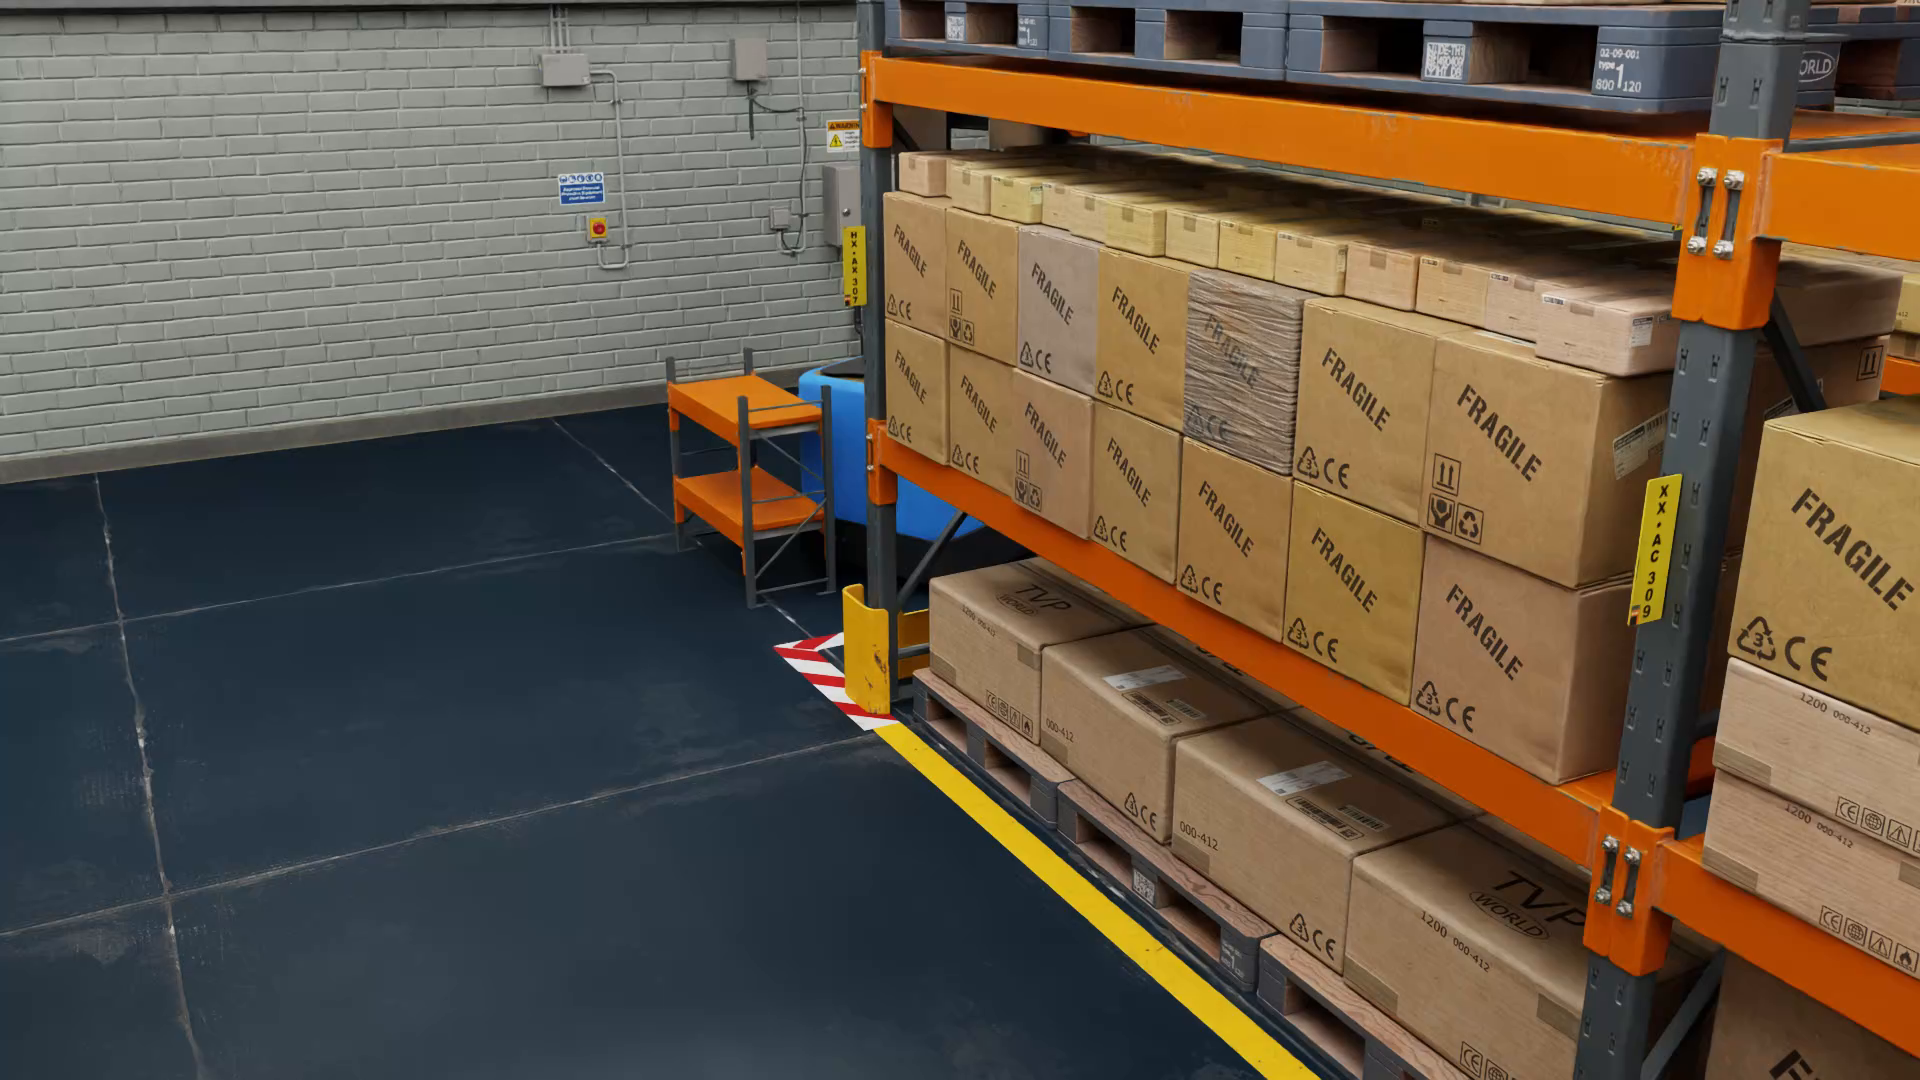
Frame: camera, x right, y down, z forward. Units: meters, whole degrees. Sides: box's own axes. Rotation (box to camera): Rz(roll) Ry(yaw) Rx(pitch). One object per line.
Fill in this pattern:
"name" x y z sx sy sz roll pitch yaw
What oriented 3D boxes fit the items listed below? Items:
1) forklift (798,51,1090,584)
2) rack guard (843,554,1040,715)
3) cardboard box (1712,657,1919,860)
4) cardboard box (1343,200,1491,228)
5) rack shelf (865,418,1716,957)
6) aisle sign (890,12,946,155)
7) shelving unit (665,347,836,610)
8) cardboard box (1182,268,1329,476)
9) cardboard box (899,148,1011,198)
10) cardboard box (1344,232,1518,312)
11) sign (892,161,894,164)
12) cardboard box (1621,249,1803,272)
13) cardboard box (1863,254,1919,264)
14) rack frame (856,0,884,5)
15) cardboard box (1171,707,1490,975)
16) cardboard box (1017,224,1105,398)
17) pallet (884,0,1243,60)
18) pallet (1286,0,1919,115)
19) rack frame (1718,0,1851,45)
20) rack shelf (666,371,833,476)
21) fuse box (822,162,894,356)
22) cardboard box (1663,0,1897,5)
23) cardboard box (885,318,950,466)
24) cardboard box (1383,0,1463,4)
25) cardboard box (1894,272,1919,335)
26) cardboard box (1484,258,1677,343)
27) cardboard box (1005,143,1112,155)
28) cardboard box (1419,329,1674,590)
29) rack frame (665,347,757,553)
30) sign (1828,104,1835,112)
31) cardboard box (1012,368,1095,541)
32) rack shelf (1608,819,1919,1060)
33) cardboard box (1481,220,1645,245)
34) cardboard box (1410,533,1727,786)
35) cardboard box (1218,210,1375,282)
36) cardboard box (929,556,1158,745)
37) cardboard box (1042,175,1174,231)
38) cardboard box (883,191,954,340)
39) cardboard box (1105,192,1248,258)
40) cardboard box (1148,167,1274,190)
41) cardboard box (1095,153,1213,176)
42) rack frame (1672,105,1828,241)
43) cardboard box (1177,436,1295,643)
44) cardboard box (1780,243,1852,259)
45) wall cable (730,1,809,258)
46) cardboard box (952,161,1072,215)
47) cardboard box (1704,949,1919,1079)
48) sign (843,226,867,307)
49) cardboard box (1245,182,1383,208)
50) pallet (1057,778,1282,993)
"forklift" 0.383 -1.565 9.675 1.130 2.935 3.031 13 23 34
"rack guard" 0.047 0.409 7.678 1.175 0.500 0.348 -10 21 -27
"cardboard box" 1.918 0.388 3.373 0.500 0.250 0.500 -11 22 -28
"cardboard box" 1.385 -0.933 5.057 0.380 0.149 0.250 -10 21 -27
"rack shelf" 1.008 0.149 5.704 1.077 0.370 4.000 -10 21 -27
"aisle sign" -0.231 -1.970 6.756 0.394 0.787 0.004 -10 21 -27
"shelving unit" -1.133 -0.361 8.953 0.538 1.125 1.048 -11 22 -28
"cardboard box" 1.007 -0.521 4.857 0.500 0.500 0.500 -10 21 -26
"cardboard box" -0.017 -1.447 6.546 0.380 0.149 0.250 -9 21 -26
"cardboard box" 1.256 -0.718 4.434 0.380 0.149 0.250 -10 21 -27
"sign" -0.386 -2.755 13.162 0.329 0.494 0.001 -10 21 -27
"cardboard box" 1.900 -0.645 4.223 0.380 0.149 0.250 -10 21 -26
"cardboard box" 5.120 -1.366 8.765 0.500 0.250 0.500 -10 21 -26
"rack frame" 0.058 -3.601 6.272 1.000 3.000 0.127 -10 21 -27
"cardboard box" 1.328 0.942 5.587 0.875 0.438 0.875 -11 22 -28
"cardboard box" 0.538 -0.809 5.693 0.500 0.500 0.500 -10 21 -27
"pallet" 0.420 -1.930 6.163 1.003 0.211 1.213 -10 21 -27
"pallet" 1.578 -1.230 4.133 1.003 0.211 1.213 -10 21 -27
"rack frame" 1.958 -2.453 2.944 1.000 3.000 0.127 -10 21 -27
"rack shelf" -1.133 -0.638 8.858 0.538 0.278 1.000 -11 22 -28
"fuse box" -0.722 -2.055 12.963 0.539 1.711 0.414 -10 21 -27
"cardboard box" 1.863 -1.529 3.916 0.500 0.500 0.500 -10 21 -26
"cardboard box" 0.033 -0.630 6.706 0.500 0.500 0.500 -10 21 -27
"cardboard box" 1.247 -1.372 3.997 0.380 0.149 0.250 -9 21 -25
"cardboard box" 4.886 -1.143 8.120 0.500 0.250 0.500 -10 22 -28
"cardboard box" 1.501 -0.575 4.019 0.380 0.149 0.250 -9 21 -25
"cardboard box" 0.405 -1.520 6.757 0.380 0.149 0.250 -10 21 -26
"cardboard box" 1.490 -0.230 4.012 0.500 0.500 0.500 -10 21 -27
"rack frame" -1.385 -0.505 9.370 0.500 1.125 0.032 -11 22 -28
"sign" 4.923 -2.312 9.474 0.100 0.325 0.005 -10 21 -27
"cardboard box" 0.524 -0.341 5.867 0.500 0.500 0.500 -10 21 -27
"rack shelf" 2.907 1.297 2.376 1.077 0.370 4.000 -10 21 -27
"cardboard box" 1.678 -0.793 4.651 0.380 0.149 0.250 -10 21 -27
"cardboard box" 1.512 0.242 4.178 0.500 0.500 0.500 -10 21 -26
"cardboard box" 0.980 -0.859 4.843 0.380 0.149 0.250 -10 22 -28
"cardboard box" 0.459 0.421 7.096 0.875 0.438 0.875 -11 22 -28
"cardboard box" 0.505 -1.150 5.686 0.380 0.149 0.250 -10 21 -26
"cardboard box" 0.035 -1.103 6.544 0.500 0.500 0.500 -11 22 -28
"cardboard box" 0.682 -0.995 5.237 0.380 0.149 0.250 -11 22 -28
"cardboard box" 0.888 -1.225 5.902 0.380 0.149 0.250 -10 22 -27
"cardboard box" 0.743 -1.390 6.379 0.380 0.149 0.250 -10 22 -27
"rack frame" 4.425 -1.535 9.482 1.000 3.000 0.127 -10 21 -27
"cardboard box" 1.011 -0.047 5.015 0.500 0.500 0.500 -10 22 -27
"cardboard box" 4.403 -1.433 8.959 0.500 0.250 0.500 -10 21 -26
"wall cable" -1.397 -3.084 12.412 0.588 1.984 0.122 -10 21 -27
"cardboard box" 0.193 -1.290 6.092 0.380 0.149 0.250 -9 21 -25
"cardboard box" 2.322 1.354 3.721 0.875 0.875 0.875 -9 21 -25
"sign" -0.433 -1.128 6.852 0.100 0.325 0.005 -10 21 -27
"cardboard box" 1.167 -1.084 5.493 0.380 0.149 0.250 -9 21 -25
"pallet" 1.082 1.120 6.062 1.003 0.211 1.213 -10 21 -27
